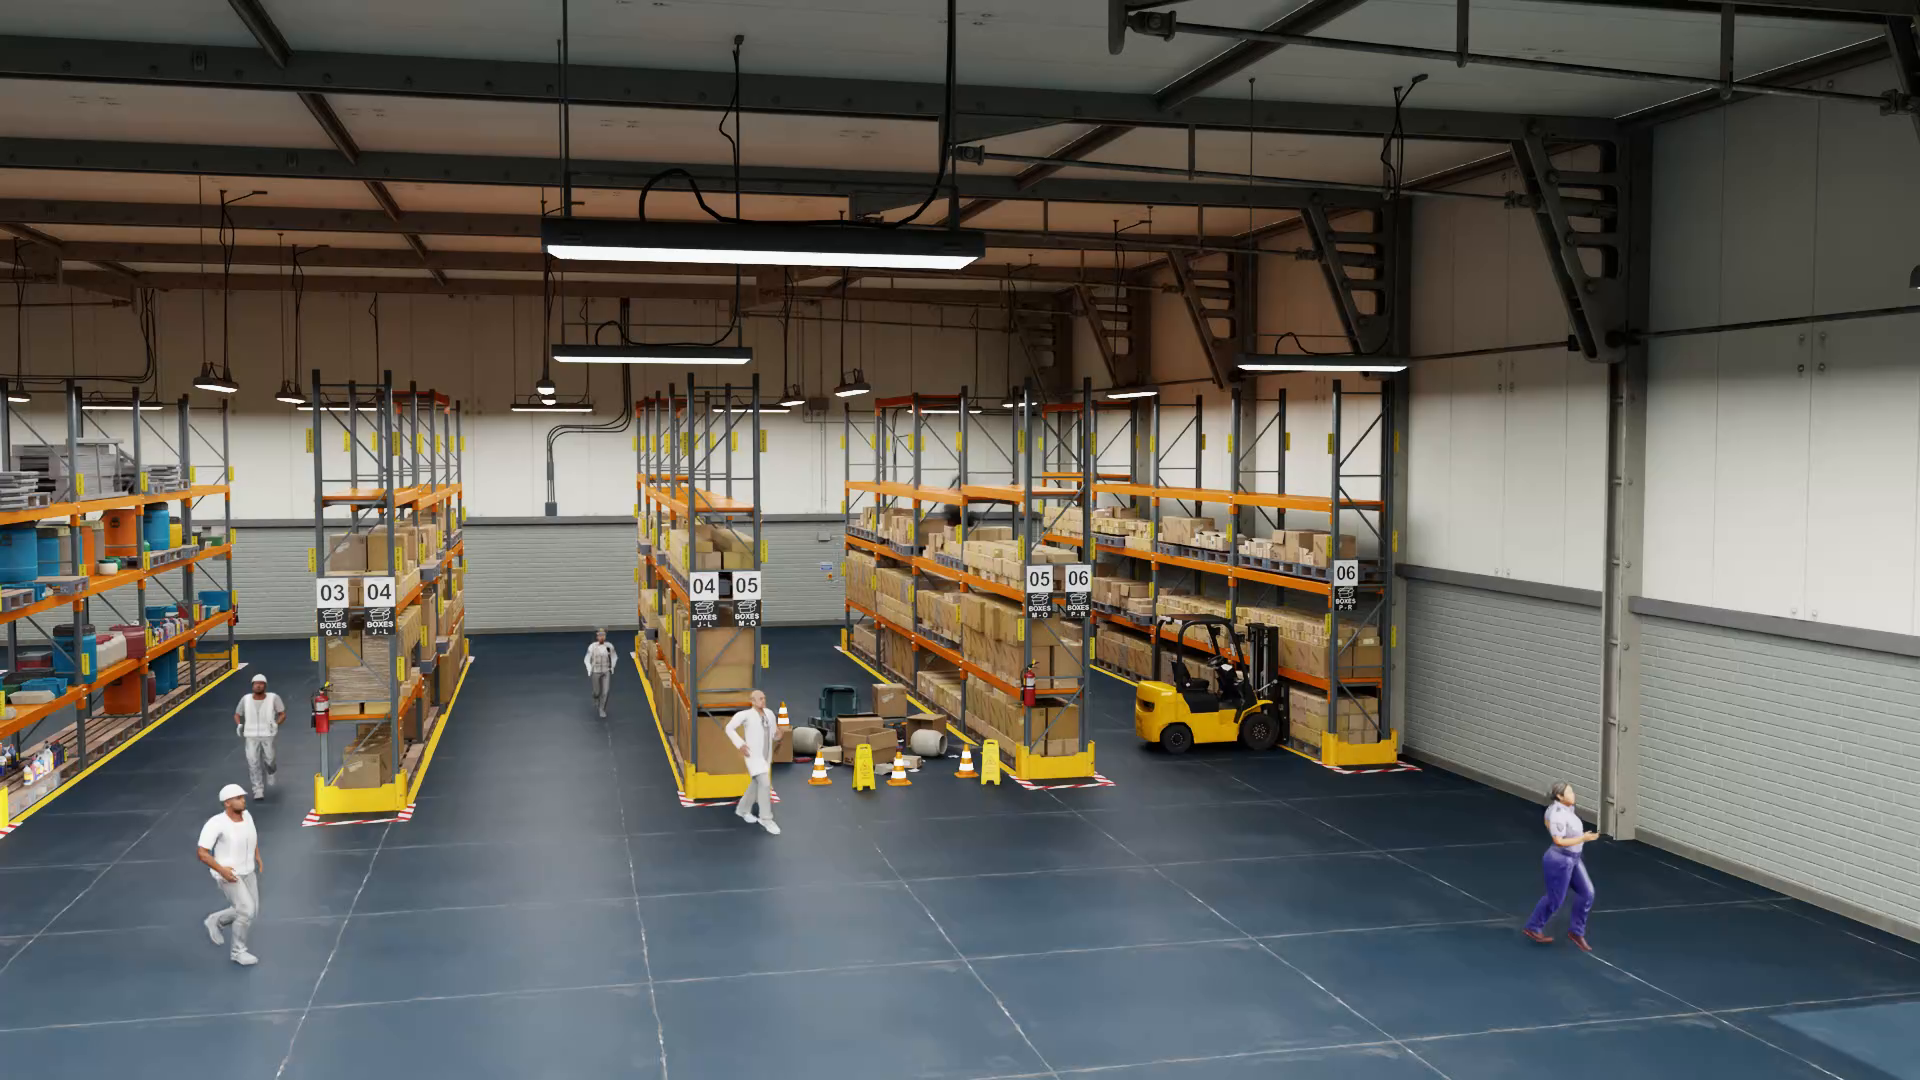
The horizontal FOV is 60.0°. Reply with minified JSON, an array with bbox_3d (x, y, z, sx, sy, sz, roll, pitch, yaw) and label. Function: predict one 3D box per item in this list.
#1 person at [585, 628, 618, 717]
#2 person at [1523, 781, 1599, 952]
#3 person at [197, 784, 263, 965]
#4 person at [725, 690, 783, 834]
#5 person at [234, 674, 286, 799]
[{"bbox_3d":[-6.612,2.422,30.647,0.603,1.643,0.593,-1,3,-19],"label":"person"},{"bbox_3d":[5.964,3.240,16.460,0.708,1.692,0.585,2,4,36],"label":"person"},{"bbox_3d":[-7.079,3.213,16.103,0.656,1.727,0.727,1,3,14],"label":"person"},{"bbox_3d":[-2.641,2.857,21.608,0.852,1.823,0.702,2,4,36],"label":"person"},{"bbox_3d":[-9.933,2.772,23.595,0.685,1.735,0.675,-1,3,-16],"label":"person"}]
